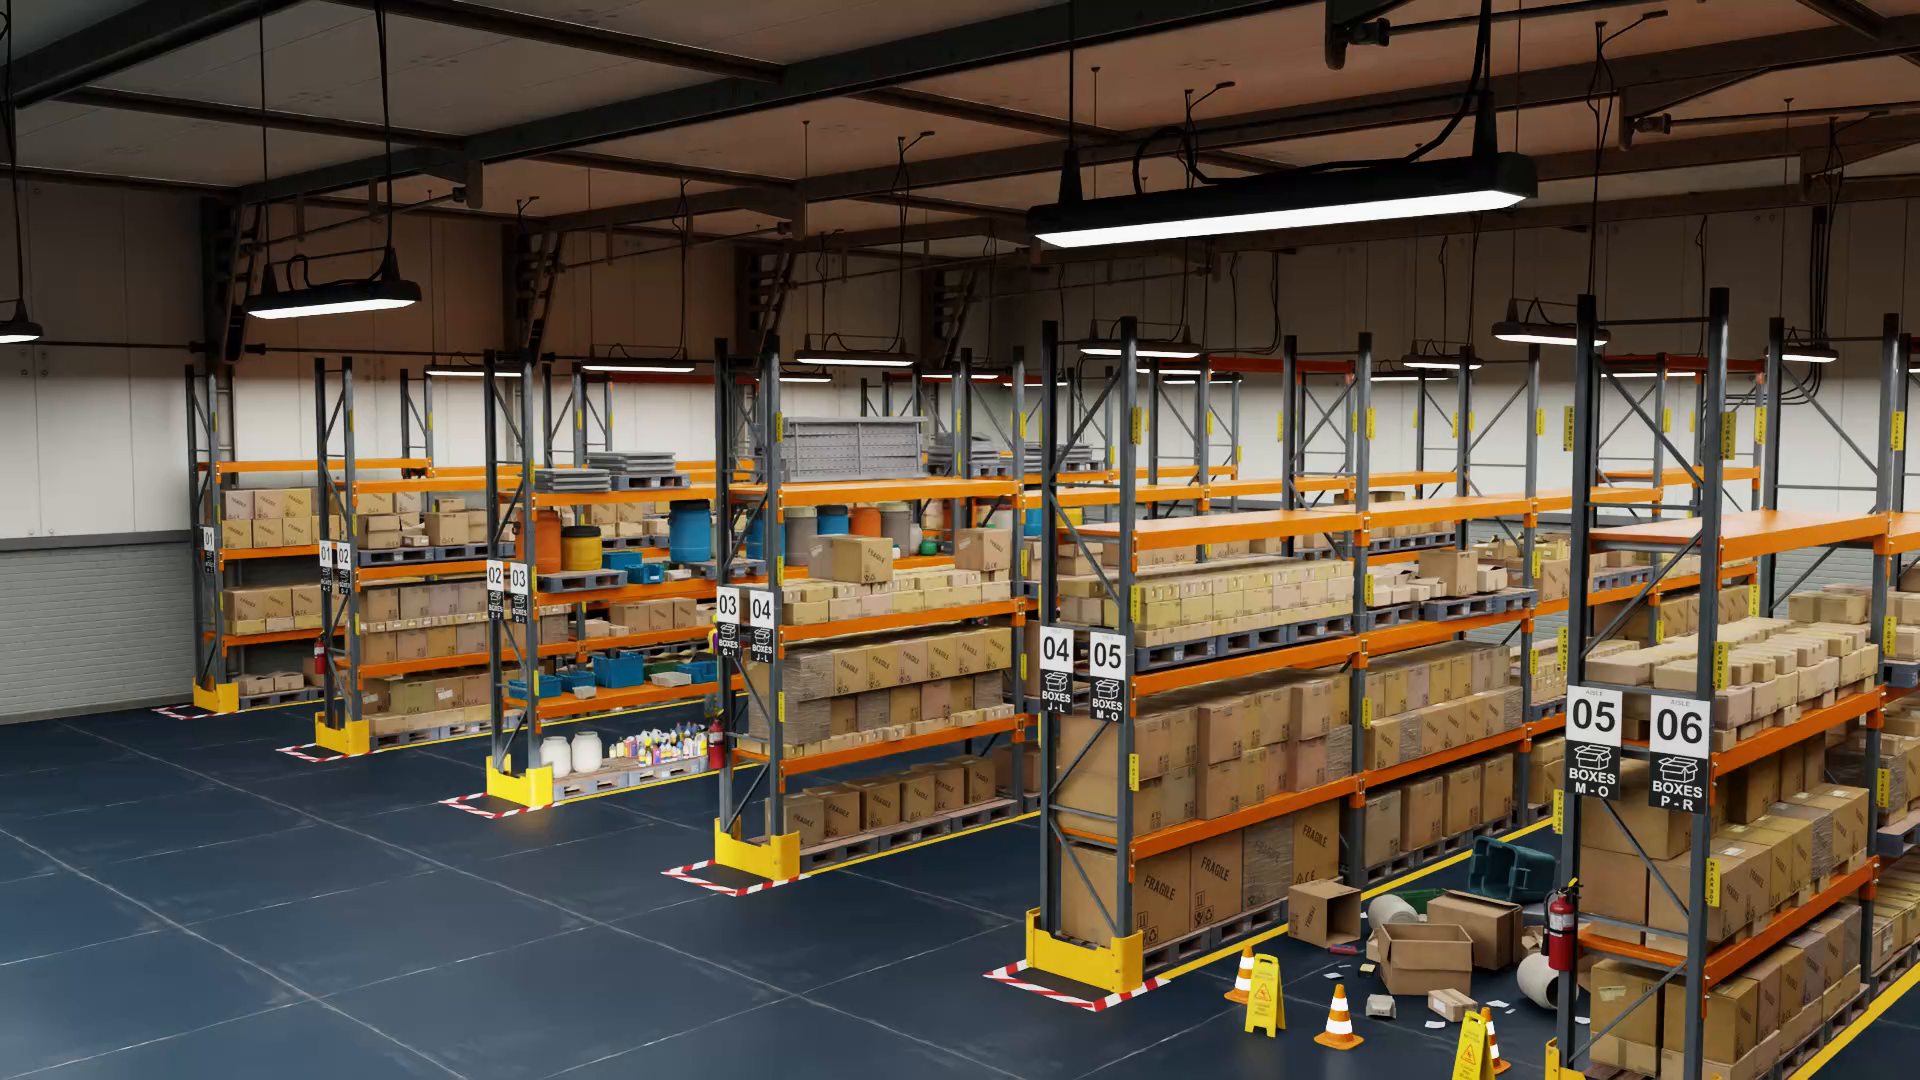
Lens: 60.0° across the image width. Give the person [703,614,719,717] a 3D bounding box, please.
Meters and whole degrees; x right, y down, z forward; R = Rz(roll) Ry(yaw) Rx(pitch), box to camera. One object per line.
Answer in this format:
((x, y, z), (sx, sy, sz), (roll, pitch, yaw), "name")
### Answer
((-4.114, 2.114, 28.171), (0.529, 1.746, 0.587), (-3, 5, -33), "person")
